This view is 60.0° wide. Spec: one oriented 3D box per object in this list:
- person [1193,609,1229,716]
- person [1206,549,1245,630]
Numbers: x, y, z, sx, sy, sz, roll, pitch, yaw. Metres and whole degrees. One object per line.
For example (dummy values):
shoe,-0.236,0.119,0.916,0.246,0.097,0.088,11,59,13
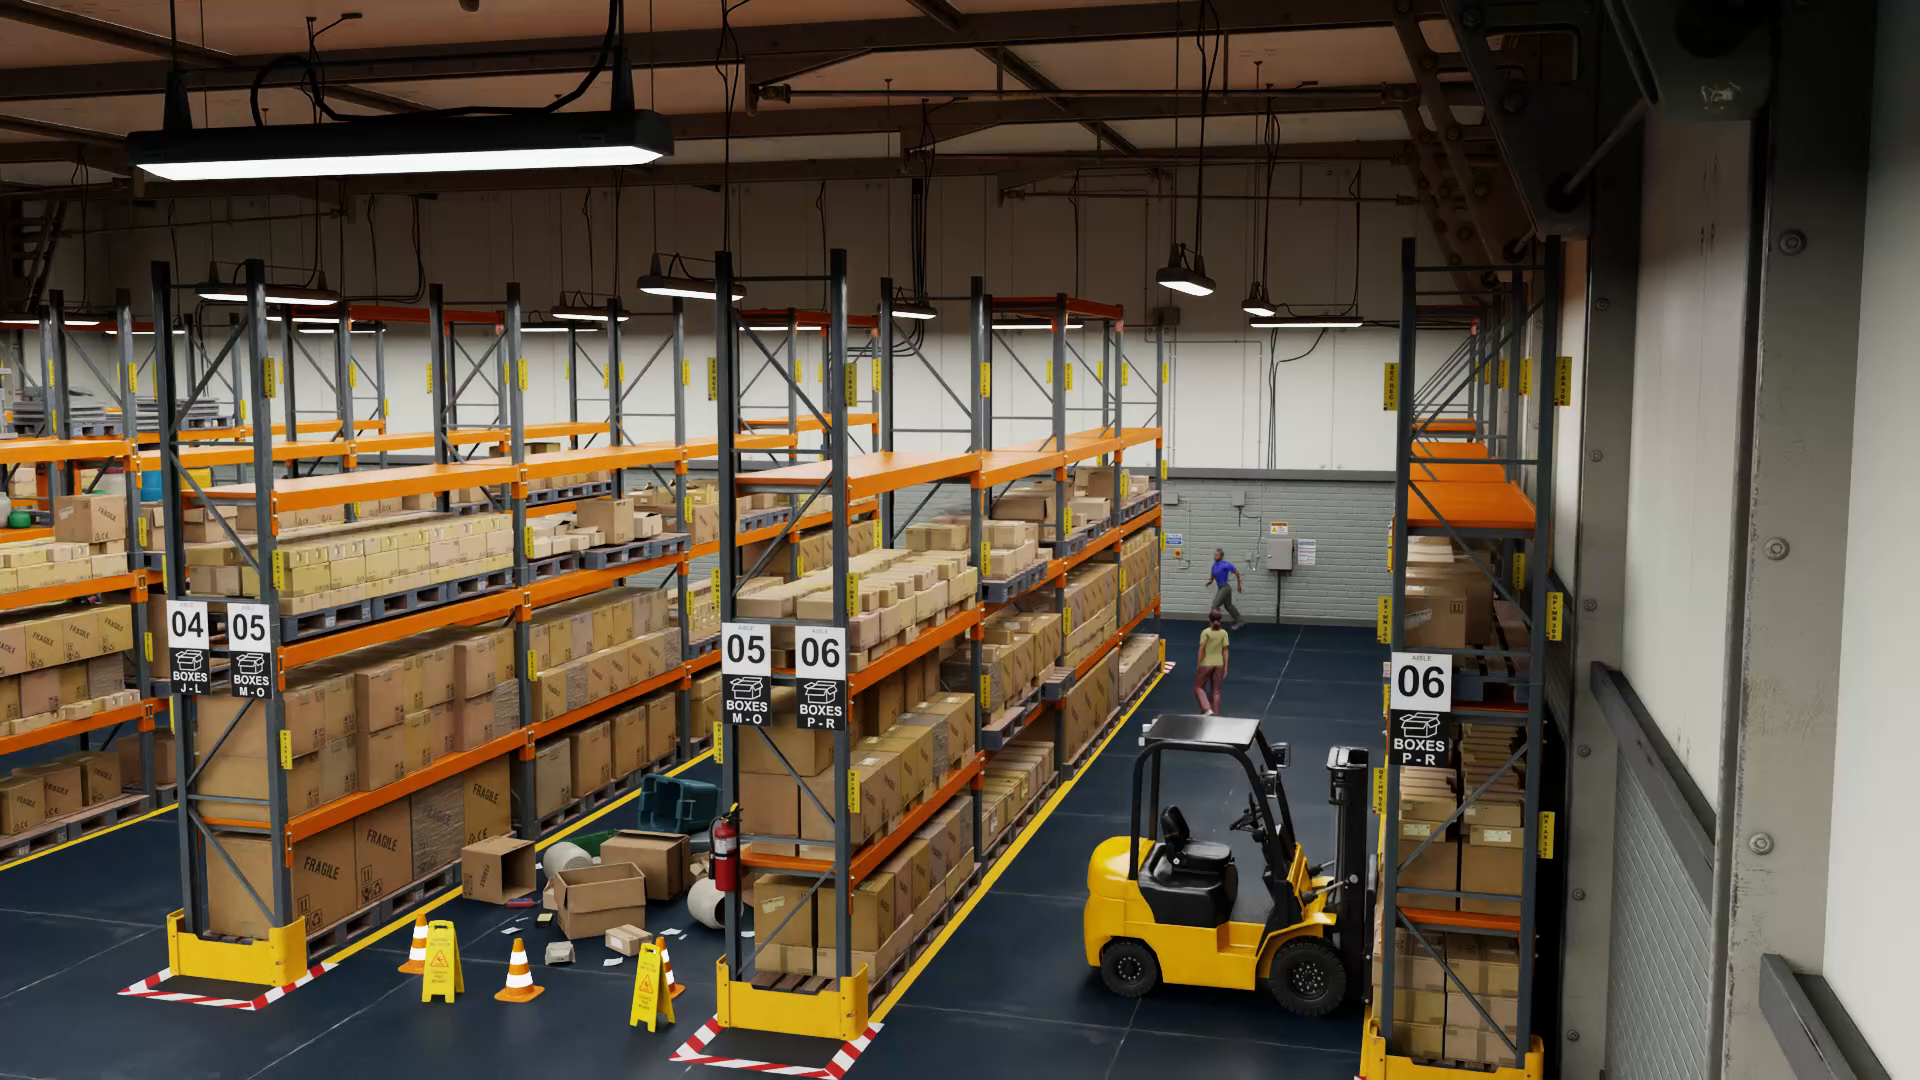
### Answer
person,3.602,1.825,23.681,0.467,1.674,0.488,-1,6,-12
person,5.122,1.045,31.999,0.847,1.562,0.504,-1,6,-7
